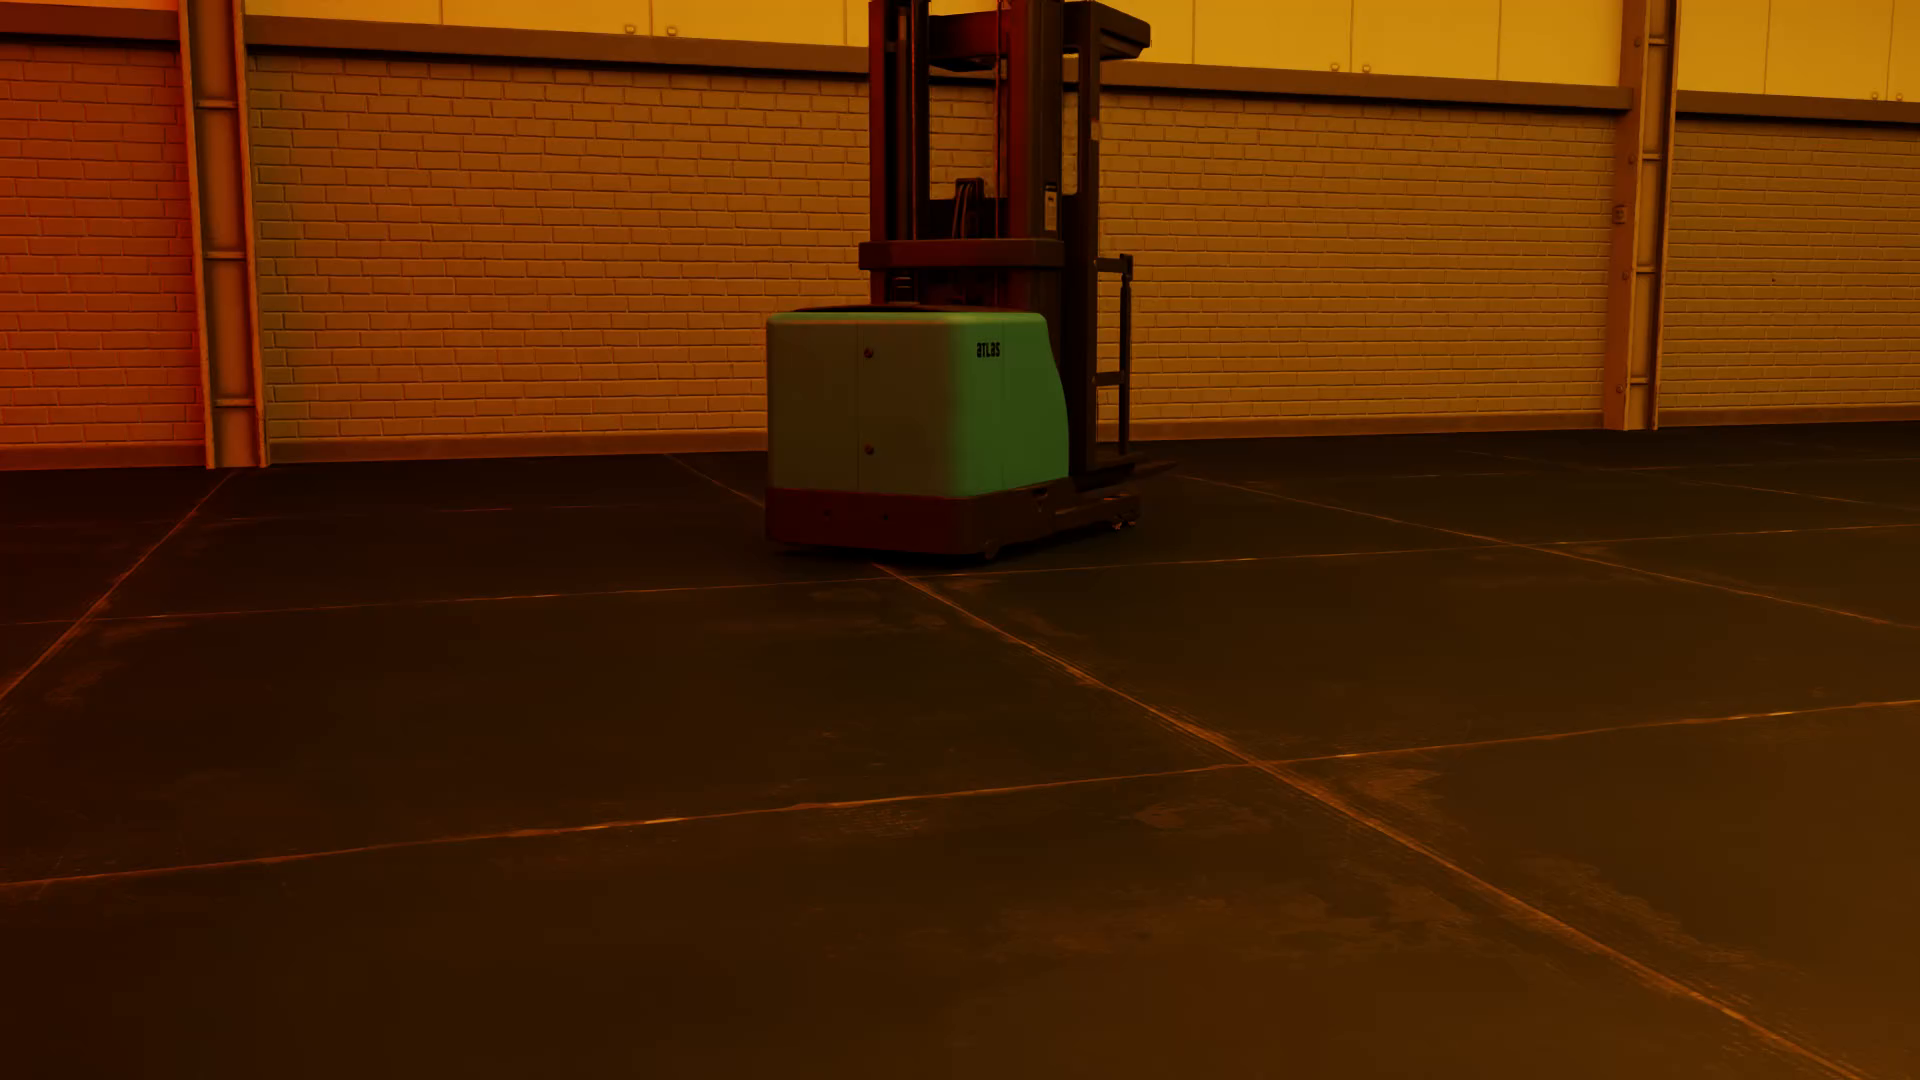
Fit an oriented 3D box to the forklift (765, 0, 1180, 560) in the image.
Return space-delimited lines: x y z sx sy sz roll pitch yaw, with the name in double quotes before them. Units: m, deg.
"forklift" 0.269 -1.526 8.270 1.130 2.935 3.031 4 9 28
